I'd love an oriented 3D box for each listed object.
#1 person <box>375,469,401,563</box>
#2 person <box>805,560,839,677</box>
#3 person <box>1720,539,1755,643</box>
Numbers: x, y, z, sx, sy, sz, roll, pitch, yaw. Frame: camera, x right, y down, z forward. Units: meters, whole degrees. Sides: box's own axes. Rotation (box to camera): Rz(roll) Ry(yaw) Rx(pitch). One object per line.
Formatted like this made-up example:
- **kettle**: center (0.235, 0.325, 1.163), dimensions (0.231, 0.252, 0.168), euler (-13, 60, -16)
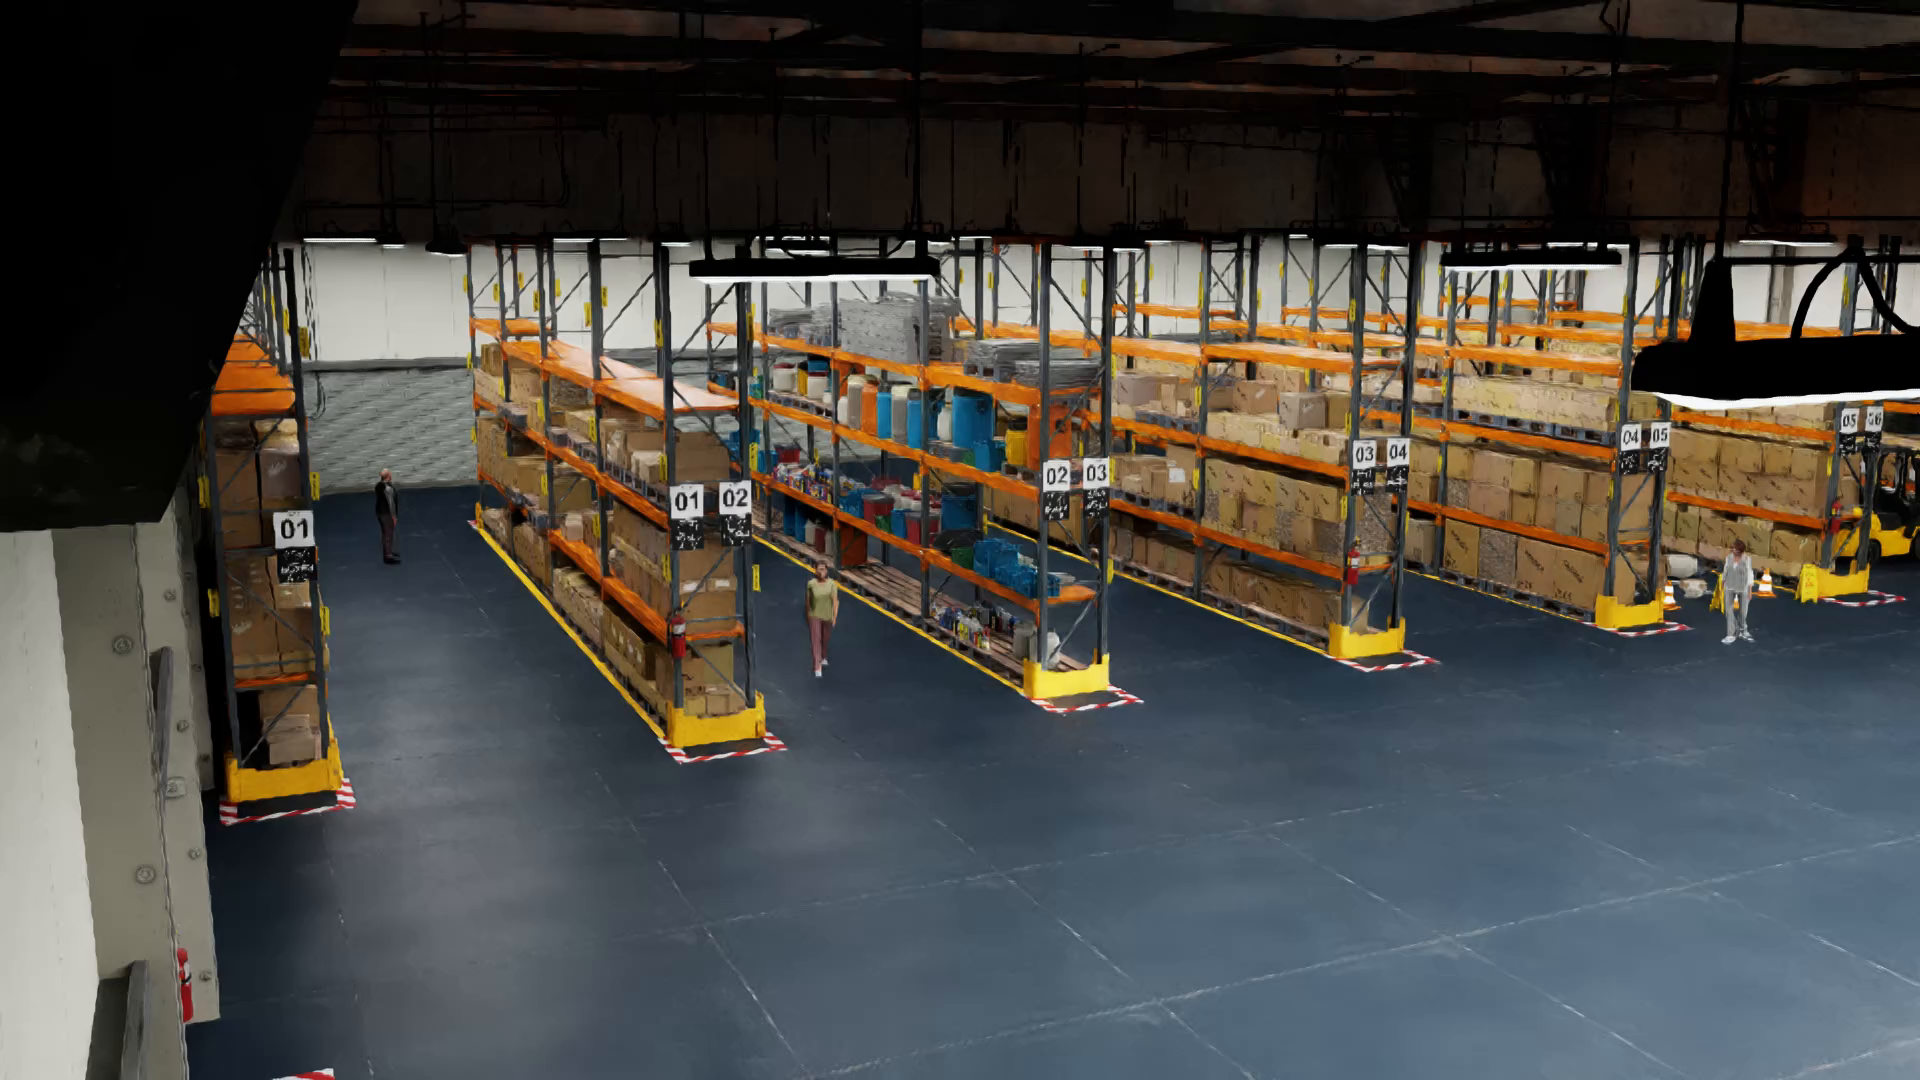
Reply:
- **person**: center (-10.612, -0.470, 30.934), dimensions (0.463, 1.731, 0.598), euler (-10, 15, -42)
- **person**: center (-1.927, 1.069, 23.328), dimensions (0.444, 1.605, 1.018), euler (-3, 11, -15)
- **person**: center (11.759, 0.756, 25.103), dimensions (0.516, 1.589, 0.489), euler (9, 14, 39)
